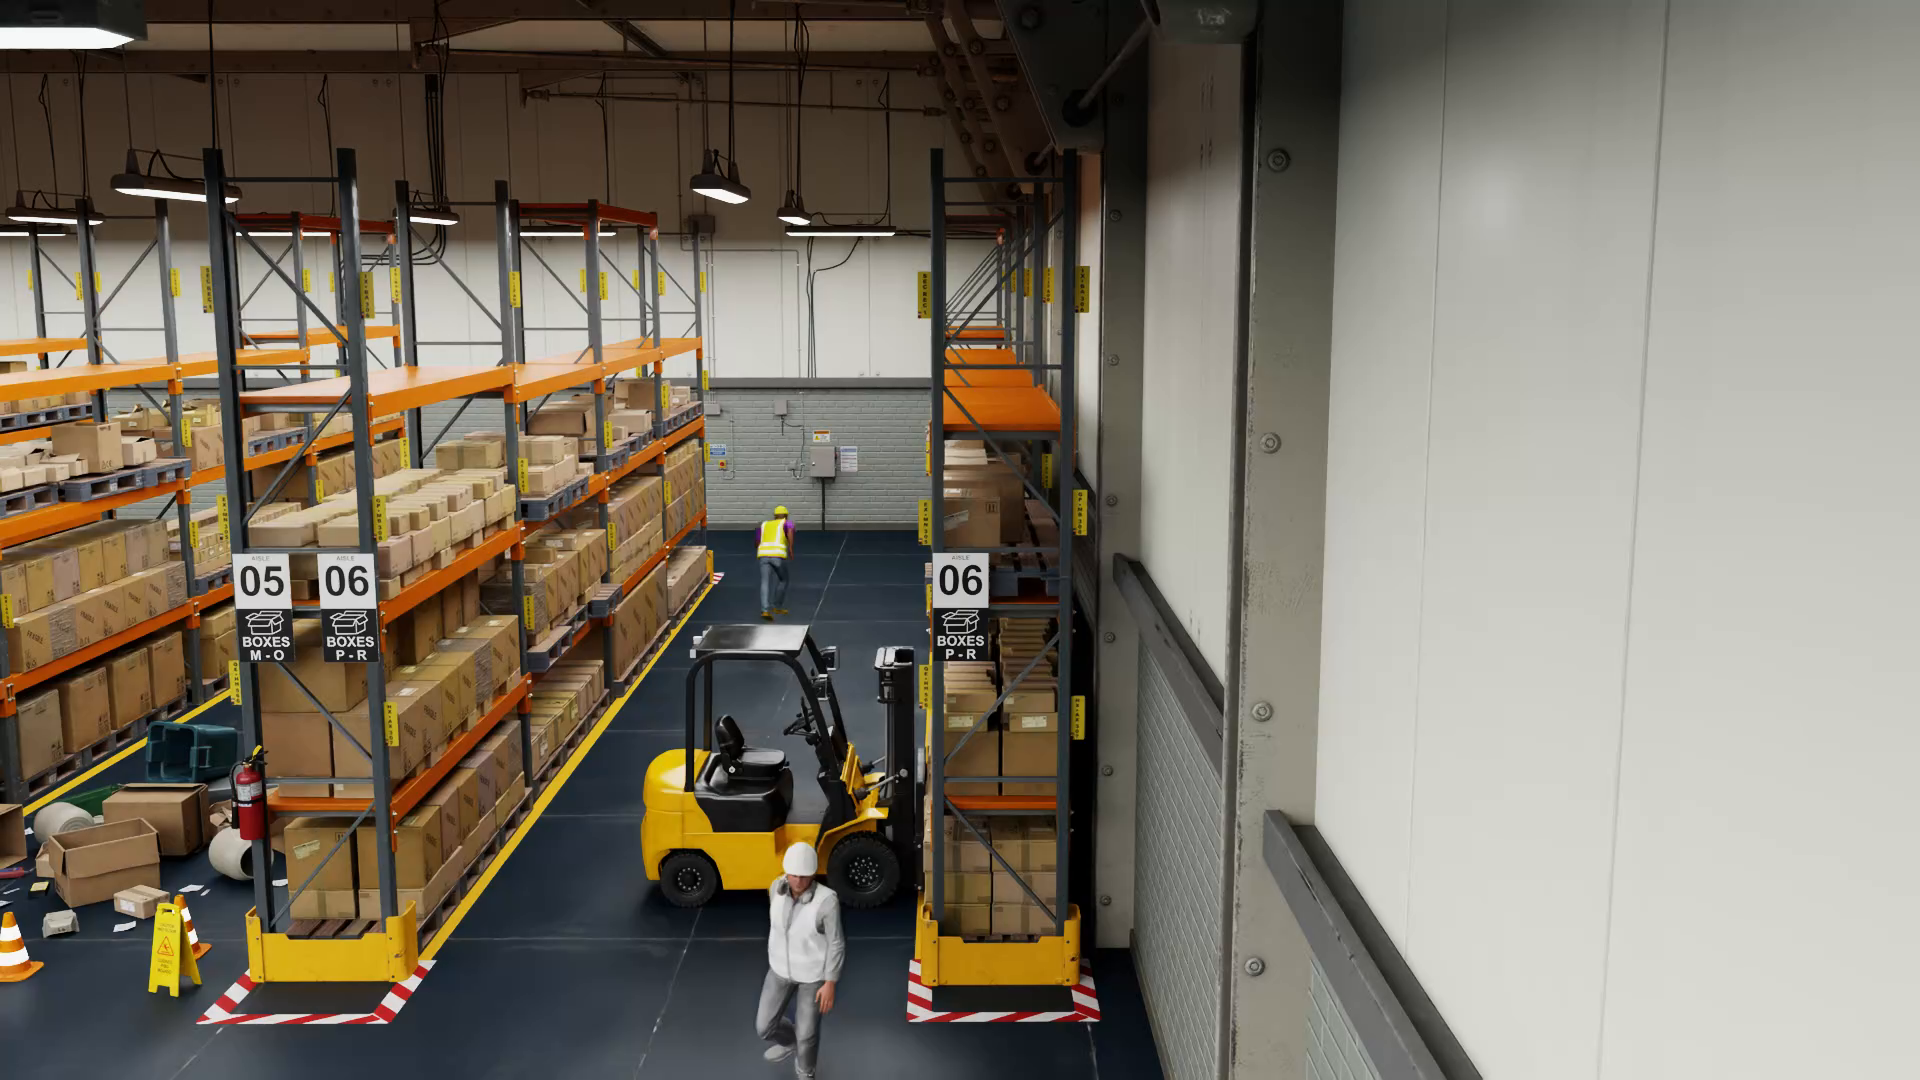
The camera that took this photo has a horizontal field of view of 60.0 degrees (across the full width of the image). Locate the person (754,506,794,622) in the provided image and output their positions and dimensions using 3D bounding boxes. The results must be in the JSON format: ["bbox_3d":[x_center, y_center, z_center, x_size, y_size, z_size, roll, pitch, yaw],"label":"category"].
[{"bbox_3d":[-2.687,0.342,23.807,0.684,1.572,1.164,2,9,14],"label":"person"}]

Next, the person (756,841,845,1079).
[{"bbox_3d":[-1.010,2.674,10.436,0.706,1.724,0.624,4,10,21],"label":"person"}]
